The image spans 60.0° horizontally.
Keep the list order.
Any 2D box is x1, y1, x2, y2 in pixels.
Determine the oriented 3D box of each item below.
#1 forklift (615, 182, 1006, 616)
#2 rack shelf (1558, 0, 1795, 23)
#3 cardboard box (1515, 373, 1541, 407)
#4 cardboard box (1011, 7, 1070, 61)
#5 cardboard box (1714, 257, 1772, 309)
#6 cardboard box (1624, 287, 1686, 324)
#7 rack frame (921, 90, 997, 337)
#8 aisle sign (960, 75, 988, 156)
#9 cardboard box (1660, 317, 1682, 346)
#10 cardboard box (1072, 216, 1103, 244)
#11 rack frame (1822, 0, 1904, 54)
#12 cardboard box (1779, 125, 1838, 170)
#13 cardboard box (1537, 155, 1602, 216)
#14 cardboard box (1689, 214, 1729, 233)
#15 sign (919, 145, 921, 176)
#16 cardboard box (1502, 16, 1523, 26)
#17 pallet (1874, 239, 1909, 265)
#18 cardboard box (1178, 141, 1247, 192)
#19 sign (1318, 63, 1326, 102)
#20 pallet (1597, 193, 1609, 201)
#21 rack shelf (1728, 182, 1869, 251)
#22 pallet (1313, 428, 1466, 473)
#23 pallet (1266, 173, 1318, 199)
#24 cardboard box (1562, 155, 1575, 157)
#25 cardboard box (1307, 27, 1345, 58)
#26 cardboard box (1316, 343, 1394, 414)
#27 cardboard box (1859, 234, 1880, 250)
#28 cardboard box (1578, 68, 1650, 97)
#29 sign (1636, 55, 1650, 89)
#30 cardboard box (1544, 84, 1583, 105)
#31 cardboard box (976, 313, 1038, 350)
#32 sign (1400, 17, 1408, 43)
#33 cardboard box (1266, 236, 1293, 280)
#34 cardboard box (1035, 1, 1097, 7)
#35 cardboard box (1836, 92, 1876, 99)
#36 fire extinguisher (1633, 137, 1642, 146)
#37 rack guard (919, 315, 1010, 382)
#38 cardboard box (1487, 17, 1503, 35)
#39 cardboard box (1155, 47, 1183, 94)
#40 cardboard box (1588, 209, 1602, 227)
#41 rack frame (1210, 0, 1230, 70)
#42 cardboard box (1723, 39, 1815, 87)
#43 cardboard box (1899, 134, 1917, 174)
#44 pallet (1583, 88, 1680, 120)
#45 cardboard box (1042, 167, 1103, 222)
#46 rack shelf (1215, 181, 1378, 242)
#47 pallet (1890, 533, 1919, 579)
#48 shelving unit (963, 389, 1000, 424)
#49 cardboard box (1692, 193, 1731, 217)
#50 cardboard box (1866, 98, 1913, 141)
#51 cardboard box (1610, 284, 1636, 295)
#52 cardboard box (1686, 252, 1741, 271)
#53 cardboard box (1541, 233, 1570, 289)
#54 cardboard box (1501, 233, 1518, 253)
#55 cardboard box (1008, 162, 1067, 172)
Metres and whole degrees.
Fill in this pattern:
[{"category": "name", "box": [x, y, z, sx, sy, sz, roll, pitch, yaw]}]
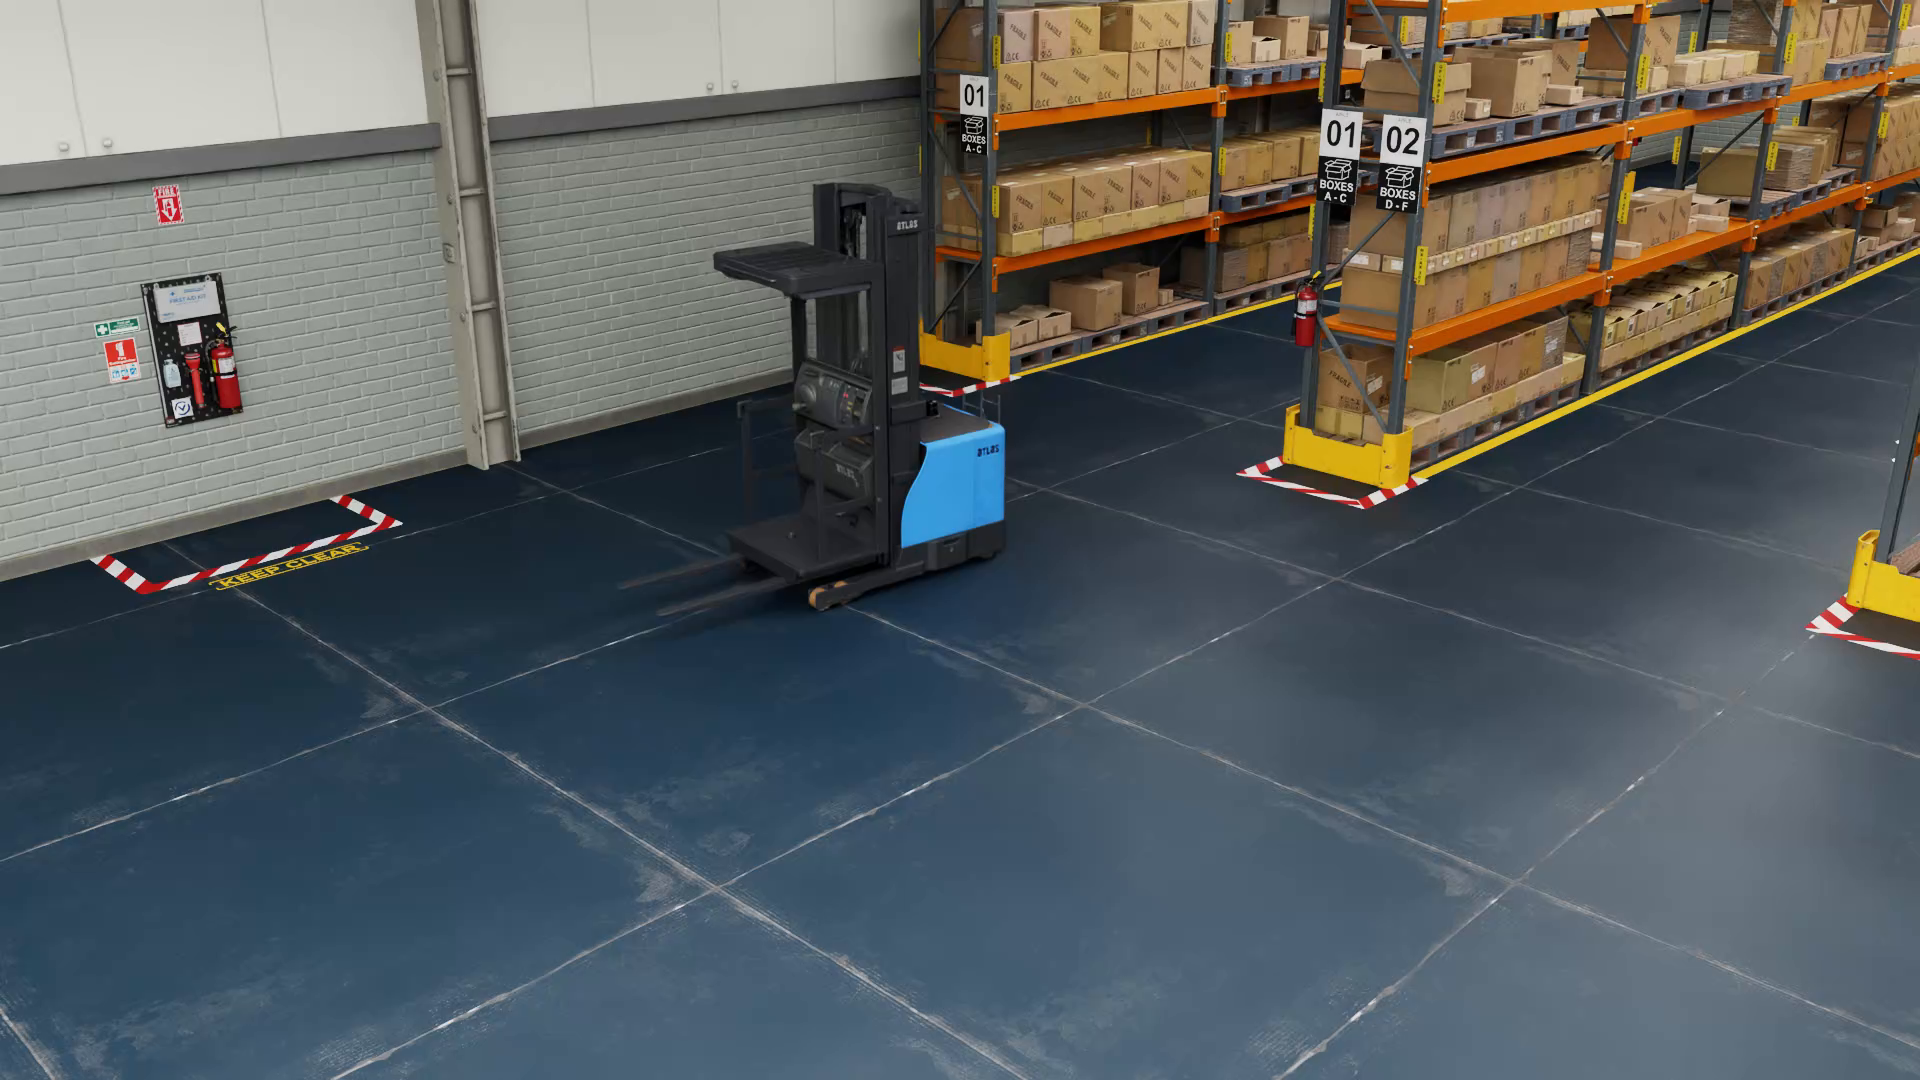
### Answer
[{"category": "forklift", "box": [-1.108, -1.063, 12.254, 3.031, 2.935, 1.130, -16, 26, -35]}, {"category": "rack shelf", "box": [7.718, -5.857, 17.831, 1.077, 0.370, 4.000, 19, 28, 41]}, {"category": "cardboard box", "box": [5.461, -1.546, 16.663, 0.500, 0.250, 0.500, 19, 28, 41]}, {"category": "cardboard box", "box": [0.809, -5.353, 17.580, 0.500, 0.500, 0.500, 19, 28, 40]}, {"category": "cardboard box", "box": [9.635, -3.178, 20.532, 0.500, 0.500, 0.500, -19, 28, -40]}, {"category": "cardboard box", "box": [7.861, -2.679, 18.829, 0.500, 0.311, 0.500, -19, 28, -41]}, {"category": "rack frame", "box": [-0.020, -3.276, 17.917, 1.000, 3.000, 0.127, 19, 28, 41]}, {"category": "aisle sign", "box": [0.145, -4.396, 17.207, 0.394, 0.787, 0.004, 19, 28, 41]}, {"category": "cardboard box", "box": [7.854, -2.415, 18.924, 0.500, 0.250, 0.500, -20, 28, -41]}, {"category": "cardboard box", "box": [1.260, -3.528, 18.753, 0.500, 0.250, 0.500, 19, 28, 40]}, {"category": "rack frame", "box": [11.903, -7.922, 21.643, 1.000, 3.000, 0.127, 19, 28, 41]}, {"category": "cardboard box", "box": [11.412, -5.299, 22.455, 0.700, 0.500, 0.500, 9, 23, 23]}, {"category": "cardboard box", "box": [6.017, -3.602, 16.817, 0.700, 0.500, 0.500, 19, 28, 41]}, {"category": "cardboard box", "box": [8.683, -3.676, 19.308, 0.380, 0.149, 0.250, 19, 28, 41]}, {"category": "sign", "box": [-0.404, -4.108, 18.027, 0.100, 0.325, 0.005, 19, 28, 41]}, {"category": "cardboard box", "box": [8.661, -8.168, 25.948, 0.500, 0.250, 0.500, 20, 28, 41]}, {"category": "pallet", "box": [13.234, -4.312, 24.498, 1.003, 0.211, 1.213, 19, 28, 41]}, {"category": "cardboard box", "box": [3.150, -4.679, 20.813, 0.700, 0.500, 0.500, 19, 28, 41]}, {"category": "sign", "box": [3.153, -3.953, 14.374, 0.100, 0.325, 0.005, 19, 28, 41]}, {"category": "pallet", "box": [10.640, -5.862, 28.532, 1.003, 0.211, 1.213, 19, 28, 41]}, {"category": "rack shelf", "box": [10.508, -4.272, 21.511, 1.077, 0.370, 4.000, 19, 28, 41]}, {"category": "pallet", "box": [4.035, -0.943, 15.733, 1.003, 0.211, 1.213, 19, 28, 41]}, {"category": "pallet", "box": [4.209, -4.724, 21.951, 1.003, 0.211, 1.213, 19, 28, 41]}, {"category": "cardboard box", "box": [10.141, -6.403, 28.048, 0.380, 0.149, 0.250, 20, 28, 41]}, {"category": "cardboard box", "box": [4.590, -6.480, 21.900, 0.637, 0.503, 0.797, -15, 26, -35]}, {"category": "cardboard box", "box": [3.693, -1.512, 15.530, 0.500, 0.500, 0.500, 19, 28, 41]}, {"category": "cardboard box", "box": [12.947, -4.283, 23.873, 0.380, 0.166, 0.250, 19, 28, 41]}, {"category": "cardboard box", "box": [6.759, -4.748, 17.188, 0.500, 0.250, 0.500, -17, 27, -37]}, {"category": "sign", "box": [6.721, -4.605, 16.363, 0.100, 0.325, 0.005, 19, 28, 41]}, {"category": "cardboard box", "box": [5.677, -4.231, 15.791, 0.380, 0.149, 0.250, 19, 28, 41]}, {"category": "cardboard box", "box": [0.527, -2.382, 18.725, 0.500, 0.311, 0.500, 15, 26, 35]}, {"category": "sign", "box": [5.948, -6.838, 22.282, 0.100, 0.325, 0.005, 19, 28, 41]}, {"category": "cardboard box", "box": [3.982, -3.803, 22.158, 0.700, 0.500, 0.500, 20, 28, 41]}, {"category": "cardboard box", "box": [1.182, -5.767, 18.655, 0.500, 0.500, 0.500, 19, 28, 41]}, {"category": "cardboard box", "box": [12.778, -6.092, 23.710, 0.500, 0.500, 0.500, 20, 28, 41]}, {"category": "fire extinguisher", "box": [11.578, -7.102, 28.499, 0.296, 0.674, 0.183, 19, 28, 41]}, {"category": "rack guard", "box": [0.033, -2.129, 18.416, 1.175, 0.500, 0.348, 19, 28, 41]}, {"category": "cardboard box", "box": [7.659, -7.814, 24.790, 0.700, 0.500, 0.500, 17, 27, 38]}, {"category": "cardboard box", "box": [2.233, -5.442, 19.204, 0.500, 0.500, 0.500, 16, 26, 36]}, {"category": "cardboard box", "box": [6.286, -3.291, 16.913, 0.380, 0.149, 0.250, 19, 28, 41]}, {"category": "rack frame", "box": [2.771, -7.105, 19.516, 1.000, 3.000, 0.127, 19, 28, 41]}, {"category": "cardboard box", "box": [9.749, -5.792, 20.143, 0.910, 0.500, 0.500, 19, 28, 41]}, {"category": "cardboard box", "box": [13.160, -5.492, 23.542, 0.500, 0.500, 0.500, 19, 28, 40]}, {"category": "pallet", "box": [6.928, -4.606, 17.463, 0.805, 0.209, 1.217, 18, 27, 39]}, {"category": "cardboard box", "box": [1.245, -3.869, 18.595, 0.500, 0.500, 0.500, 18, 27, 39]}, {"category": "rack shelf", "box": [4.166, -4.483, 22.059, 1.077, 0.370, 4.000, 19, 28, 41]}, {"category": "pallet", "box": [7.668, 0.266, 12.587, 1.003, 0.211, 1.213, 19, 28, 41]}, {"category": "shelving unit", "box": [0.172, -0.607, 13.481, 0.189, 1.200, 0.258, -16, 26, -35]}, {"category": "cardboard box", "box": [8.828, -3.969, 19.845, 0.500, 0.311, 0.500, -18, 27, -39]}, {"category": "cardboard box", "box": [12.793, -5.819, 22.999, 0.500, 0.500, 0.500, 18, 28, 39]}, {"category": "cardboard box", "box": [7.461, -2.807, 19.162, 0.500, 0.311, 0.500, 19, 28, 40]}, {"category": "cardboard box", "box": [9.597, -3.431, 21.192, 0.500, 0.500, 0.500, -19, 28, -40]}, {"category": "cardboard box", "box": [5.654, -2.859, 16.693, 0.700, 0.500, 0.500, 19, 28, 40]}, {"category": "cardboard box", "box": [5.033, -2.829, 15.709, 0.380, 0.149, 0.250, 20, 28, 41]}, {"category": "cardboard box", "box": [0.872, -4.001, 18.938, 0.500, 0.500, 0.500, 18, 28, 39]}]
